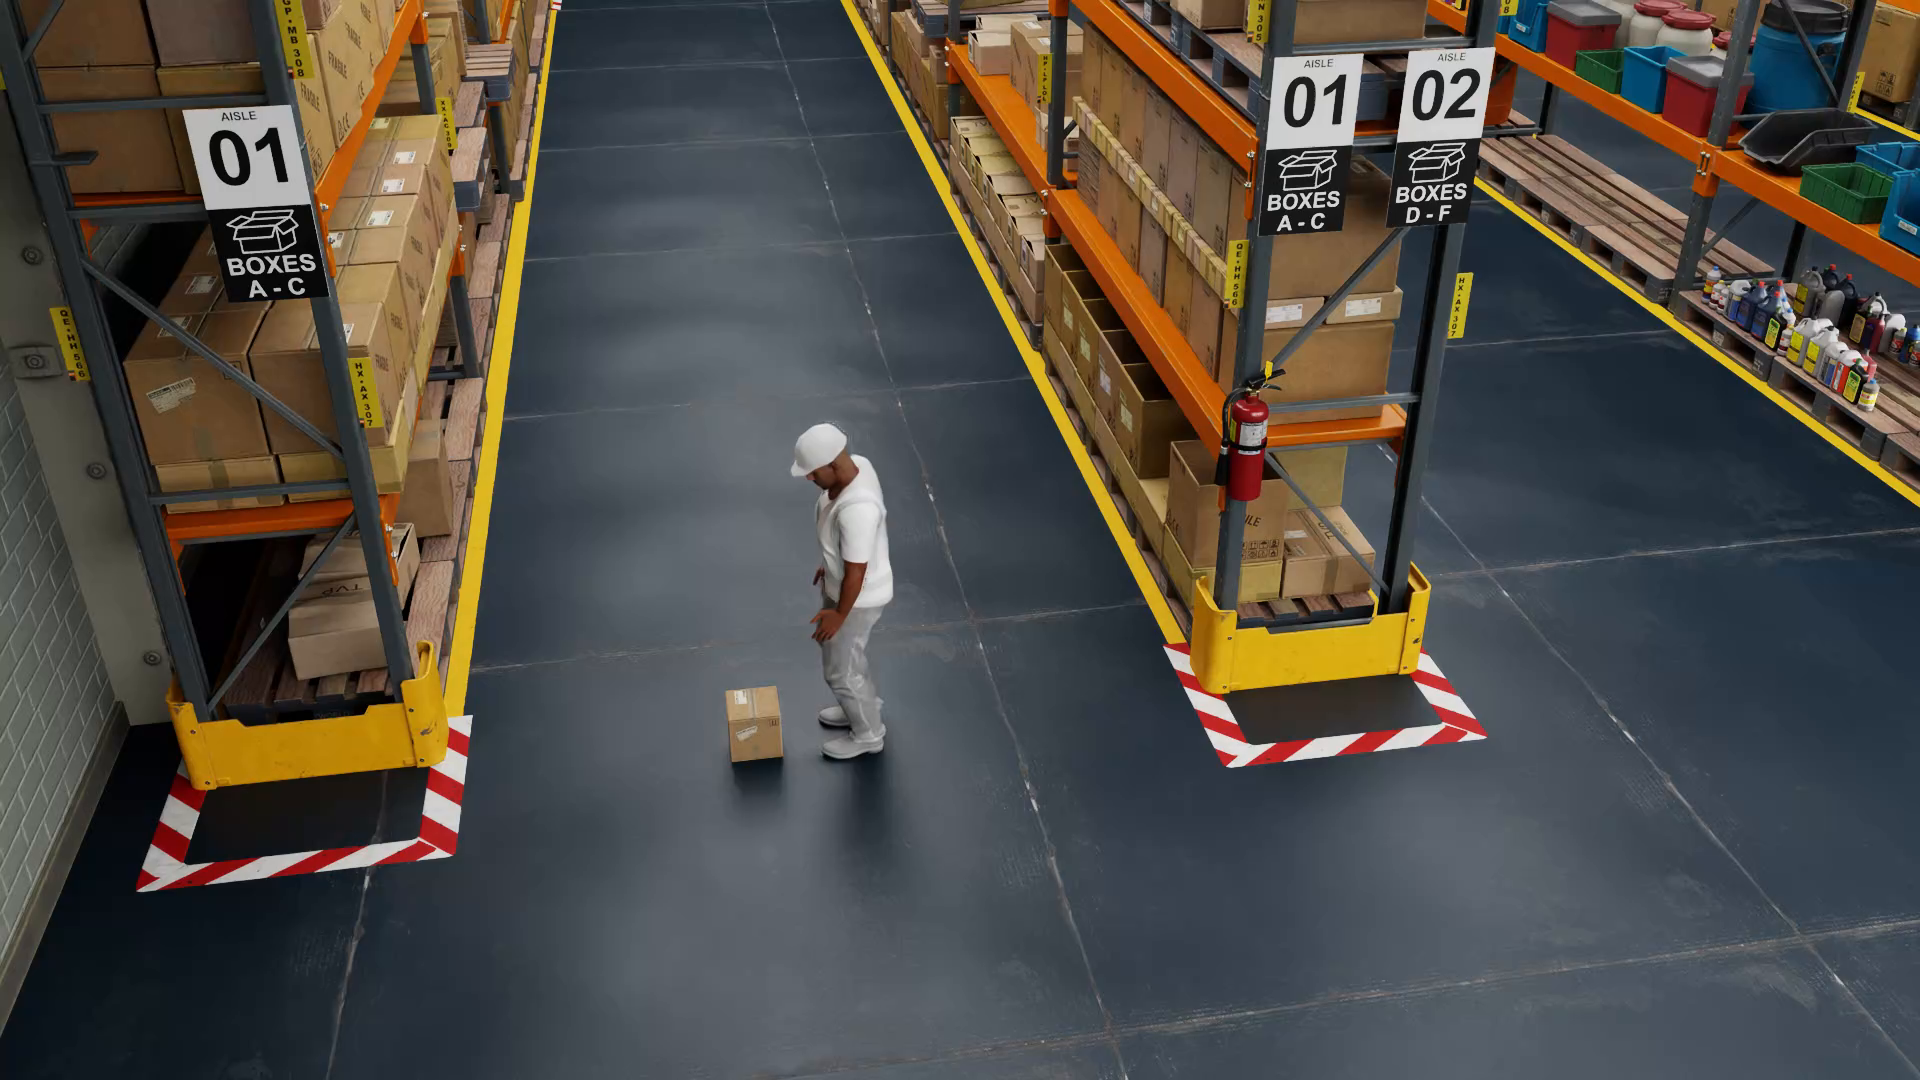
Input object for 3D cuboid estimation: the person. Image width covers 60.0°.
[{"bbox_3d":[-0.535,0.234,7.758,0.438,1.725,0.588,-5,31,-8],"label":"person"}]
